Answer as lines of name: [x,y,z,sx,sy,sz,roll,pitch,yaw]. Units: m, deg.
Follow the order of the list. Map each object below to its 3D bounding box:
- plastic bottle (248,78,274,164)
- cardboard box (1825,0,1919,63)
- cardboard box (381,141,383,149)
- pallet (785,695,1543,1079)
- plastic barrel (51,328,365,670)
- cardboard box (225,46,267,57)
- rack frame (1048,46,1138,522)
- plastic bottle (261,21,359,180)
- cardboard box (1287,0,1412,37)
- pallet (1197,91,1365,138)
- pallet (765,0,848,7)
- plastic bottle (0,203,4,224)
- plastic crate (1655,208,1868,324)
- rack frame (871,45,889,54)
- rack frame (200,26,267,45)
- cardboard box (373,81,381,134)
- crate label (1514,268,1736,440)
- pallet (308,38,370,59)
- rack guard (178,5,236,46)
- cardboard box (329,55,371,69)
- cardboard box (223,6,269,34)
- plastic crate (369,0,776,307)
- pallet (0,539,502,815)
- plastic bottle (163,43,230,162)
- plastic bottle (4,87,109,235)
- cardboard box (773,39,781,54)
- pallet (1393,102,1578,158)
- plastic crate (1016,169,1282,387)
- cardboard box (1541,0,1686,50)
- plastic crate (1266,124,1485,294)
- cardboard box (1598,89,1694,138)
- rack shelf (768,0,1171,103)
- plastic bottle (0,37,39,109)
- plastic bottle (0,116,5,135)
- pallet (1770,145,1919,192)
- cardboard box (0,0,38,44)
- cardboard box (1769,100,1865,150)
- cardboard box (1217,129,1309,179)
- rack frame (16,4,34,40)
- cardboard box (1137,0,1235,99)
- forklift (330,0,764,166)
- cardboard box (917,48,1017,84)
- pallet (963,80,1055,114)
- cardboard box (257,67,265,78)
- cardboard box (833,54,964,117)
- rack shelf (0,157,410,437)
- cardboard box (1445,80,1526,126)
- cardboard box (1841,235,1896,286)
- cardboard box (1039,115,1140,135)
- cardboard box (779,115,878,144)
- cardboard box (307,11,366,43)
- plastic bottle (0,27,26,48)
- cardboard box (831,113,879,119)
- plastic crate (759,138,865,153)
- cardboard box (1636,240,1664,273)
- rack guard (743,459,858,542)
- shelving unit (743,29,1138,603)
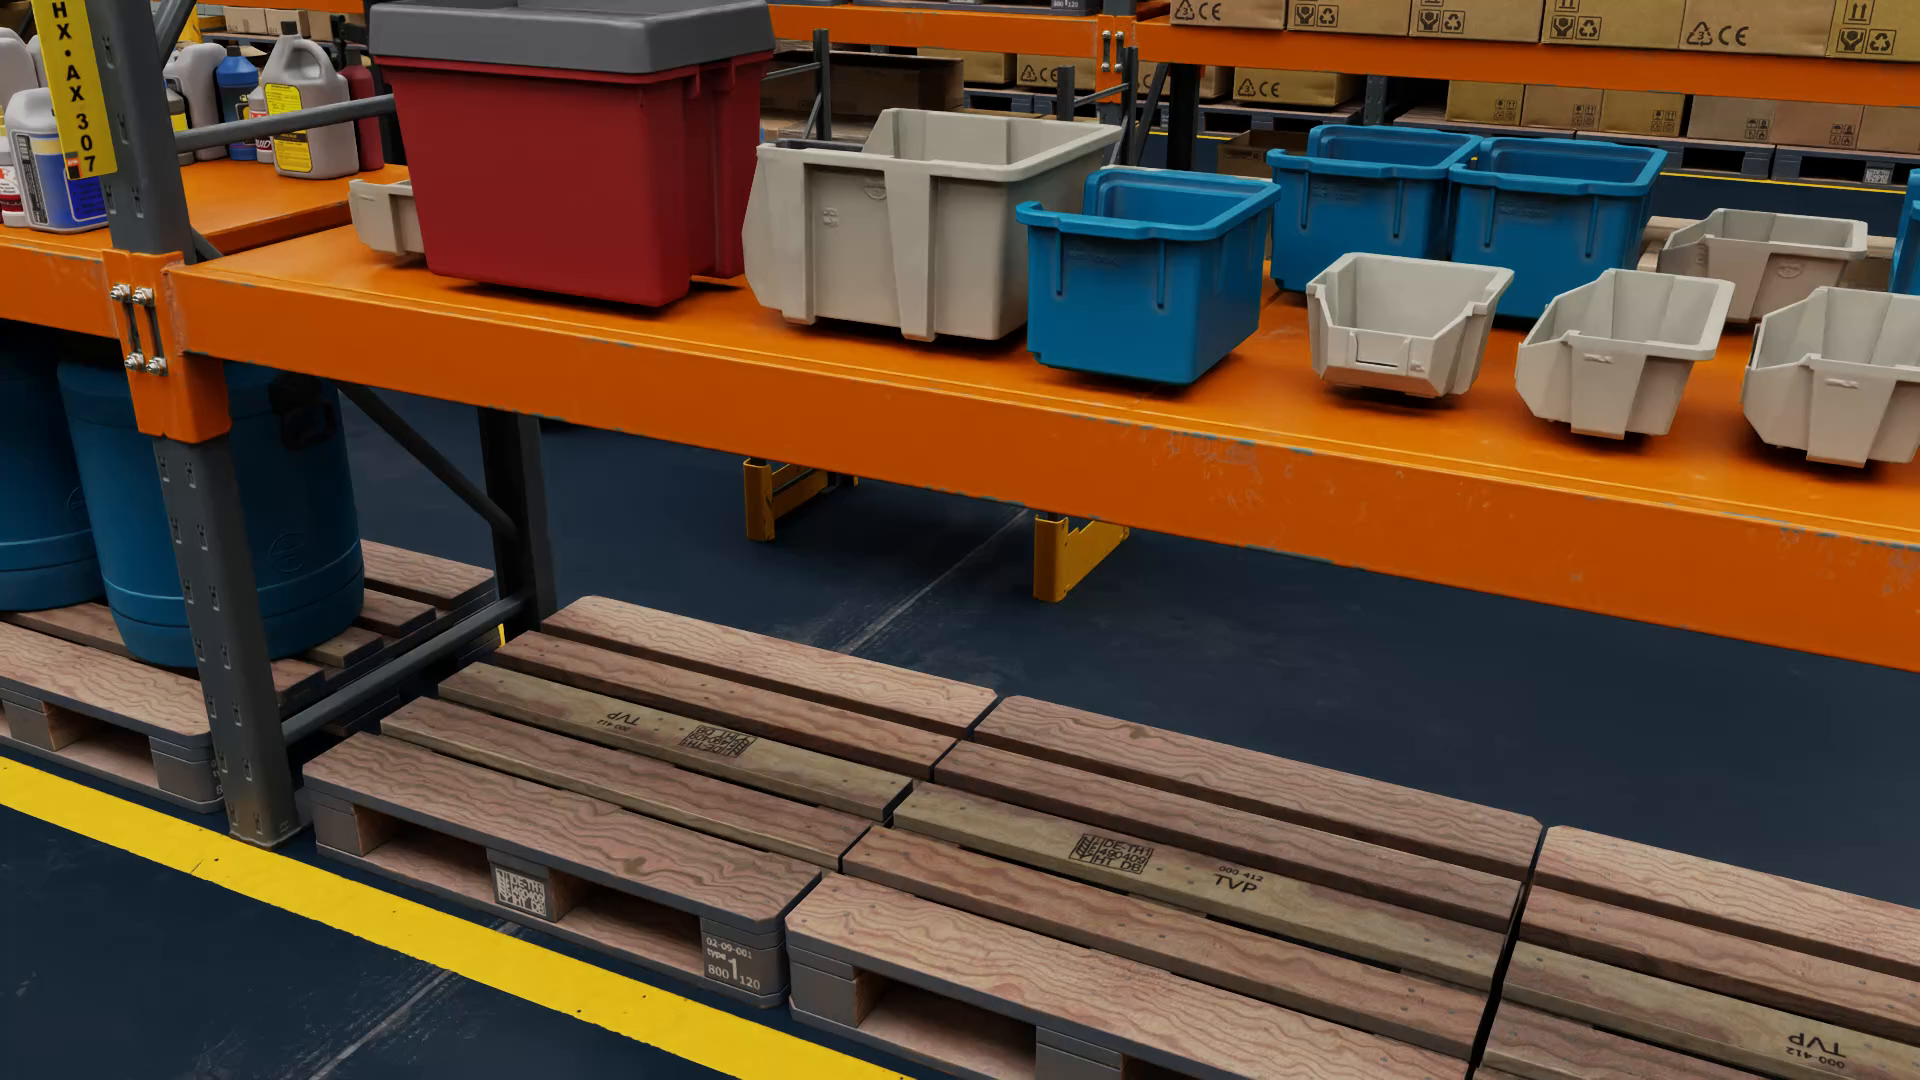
plastic bottle: [-1.703,-1.041,4.119,0.097,0.201,0.097,0,23,0]
cardboard box: [3.482,-2.025,6.050,0.500,0.500,0.500,11,26,25]
cardboard box: [-3.249,-2.253,9.691,0.500,0.250,0.500,12,26,26]
pallet: [0.428,0.733,3.256,1.213,0.211,1.003,11,25,25]
plastic barrel: [-1.816,-0.211,4.058,0.708,0.901,0.600,11,25,25]
cardboard box: [-4.837,-3.059,10.871,0.500,0.311,0.500,11,25,24]
rack frame: [0.378,-0.615,4.781,0.032,1.500,0.500,11,25,25]
plastic bottle: [-1.542,-1.041,3.928,0.185,0.351,0.144,11,25,25]
cardboard box: [1.690,-2.382,6.891,0.500,0.500,0.500,12,26,25]
pallet: [2.409,-3.168,12.430,1.213,0.211,1.003,11,25,25]
pallet: [-0.932,-2.887,8.451,1.213,0.211,1.003,11,25,25]
plastic bottle: [-2.063,-0.809,3.469,0.133,0.283,0.061,11,25,25]
plastic crate: [1.305,-0.445,2.724,0.298,0.136,0.250,11,25,25]
rack frame: [-0.438,-5.048,13.286,0.127,3.000,1.000,11,25,25]
rack frame: [-7.577,-6.460,16.608,0.127,3.000,1.000,11,25,25]
cardboard box: [-3.248,-2.509,9.578,0.500,0.311,0.500,12,26,26]
crate label: [0.910,-0.259,2.286,0.243,0.136,0.396,11,25,25]
pallet: [-5.716,-4.792,16.248,1.213,0.211,1.003,11,25,25]
rack guard: [-7.510,-5.297,17.066,0.348,0.500,1.175,11,25,25]
cardboard box: [-3.931,-2.879,10.446,0.500,0.311,0.500,10,25,23]
cardboard box: [-7.001,-5.272,16.687,0.500,0.311,0.500,8,24,19]
plastic crate: [-0.655,-0.693,2.889,0.583,0.464,0.402,11,25,25]
pallet: [-2.008,0.251,4.390,1.213,0.211,1.003,11,25,25]
plastic bottle: [-1.906,-1.104,4.171,0.135,0.276,0.152,11,25,25]
plastic bottle: [-1.836,-0.781,3.412,0.135,0.276,0.152,11,25,25]
cardboard box: [-1.511,-4.340,14.255,0.500,0.500,0.700,11,25,24]
pallet: [3.775,-2.897,11.791,1.213,0.211,1.003,11,25,25]
plastic crate: [0.283,-0.399,2.492,0.300,0.233,0.416,11,25,25]
cardboard box: [2.590,-2.204,6.471,0.500,0.500,0.500,11,25,24]
plastic crate: [0.717,-0.570,2.894,0.300,0.233,0.416,11,25,25]
cardboard box: [4.657,-3.035,11.212,0.500,0.500,0.700,12,26,26]
rack shelf: [-0.885,-2.633,8.527,4.000,0.370,1.077,11,25,25]
plastic bottle: [-2.475,-1.149,4.278,0.135,0.276,0.152,11,25,25]
plastic bottle: [-2.043,-0.802,3.558,0.097,0.201,0.097,0,23,0]
pallet: [5.952,-2.466,10.778,1.213,0.211,1.003,11,25,25]
cardboard box: [-6.512,-3.487,11.636,0.500,0.500,0.500,11,25,25]
cardboard box: [5.585,-2.855,10.788,0.500,0.500,0.700,11,25,24]
cardboard box: [1.536,-1.661,7.955,0.500,0.500,0.500,11,25,25]
rack frame: [-6.240,-4.023,10.878,0.127,3.000,1.000,11,25,25]
cardboard box: [1.698,-3.771,12.494,0.750,0.750,0.750,12,26,26]
forklift: [-2.026,-2.308,6.932,1.130,2.935,3.031,-17,28,-34]
cardboard box: [0.159,-4.076,13.212,0.750,0.750,0.750,11,25,24]
pallet: [0.232,-3.599,13.443,1.213,0.211,1.003,11,25,25]
cardboard box: [-4.164,-2.689,10.000,0.500,0.311,0.500,11,25,24]
cardboard box: [-0.314,-2.355,8.628,0.500,0.250,0.500,11,26,25]
rack shelf: [-3.123,-0.903,4.461,4.000,0.370,1.077,11,25,25]
cardboard box: [3.753,-3.216,11.638,0.500,0.500,0.700,12,26,25]
cardboard box: [3.666,-1.125,7.013,0.500,0.250,0.500,11,25,25]
cardboard box: [0.578,-1.833,8.360,0.500,0.500,0.500,10,25,22]
cardboard box: [-0.555,-1.829,8.349,0.500,0.500,0.500,12,26,25]
cardboard box: [-5.860,-5.111,16.068,0.500,0.500,0.700,10,25,21]
plastic bottle: [-2.613,-1.243,4.500,0.135,0.276,0.152,11,25,25]
cardboard box: [-0.346,-2.014,8.786,0.500,0.500,0.500,12,26,25]
plastic crate: [-0.218,-0.678,3.287,0.590,0.125,0.437,11,25,25]
cardboard box: [3.039,-1.030,6.790,0.500,0.250,0.500,11,25,25]
rack guard: [-0.512,-0.216,5.440,0.087,0.250,0.587,11,25,25]
shelving unit: [-0.068,-0.704,4.988,1.083,1.500,0.587,11,25,25]
